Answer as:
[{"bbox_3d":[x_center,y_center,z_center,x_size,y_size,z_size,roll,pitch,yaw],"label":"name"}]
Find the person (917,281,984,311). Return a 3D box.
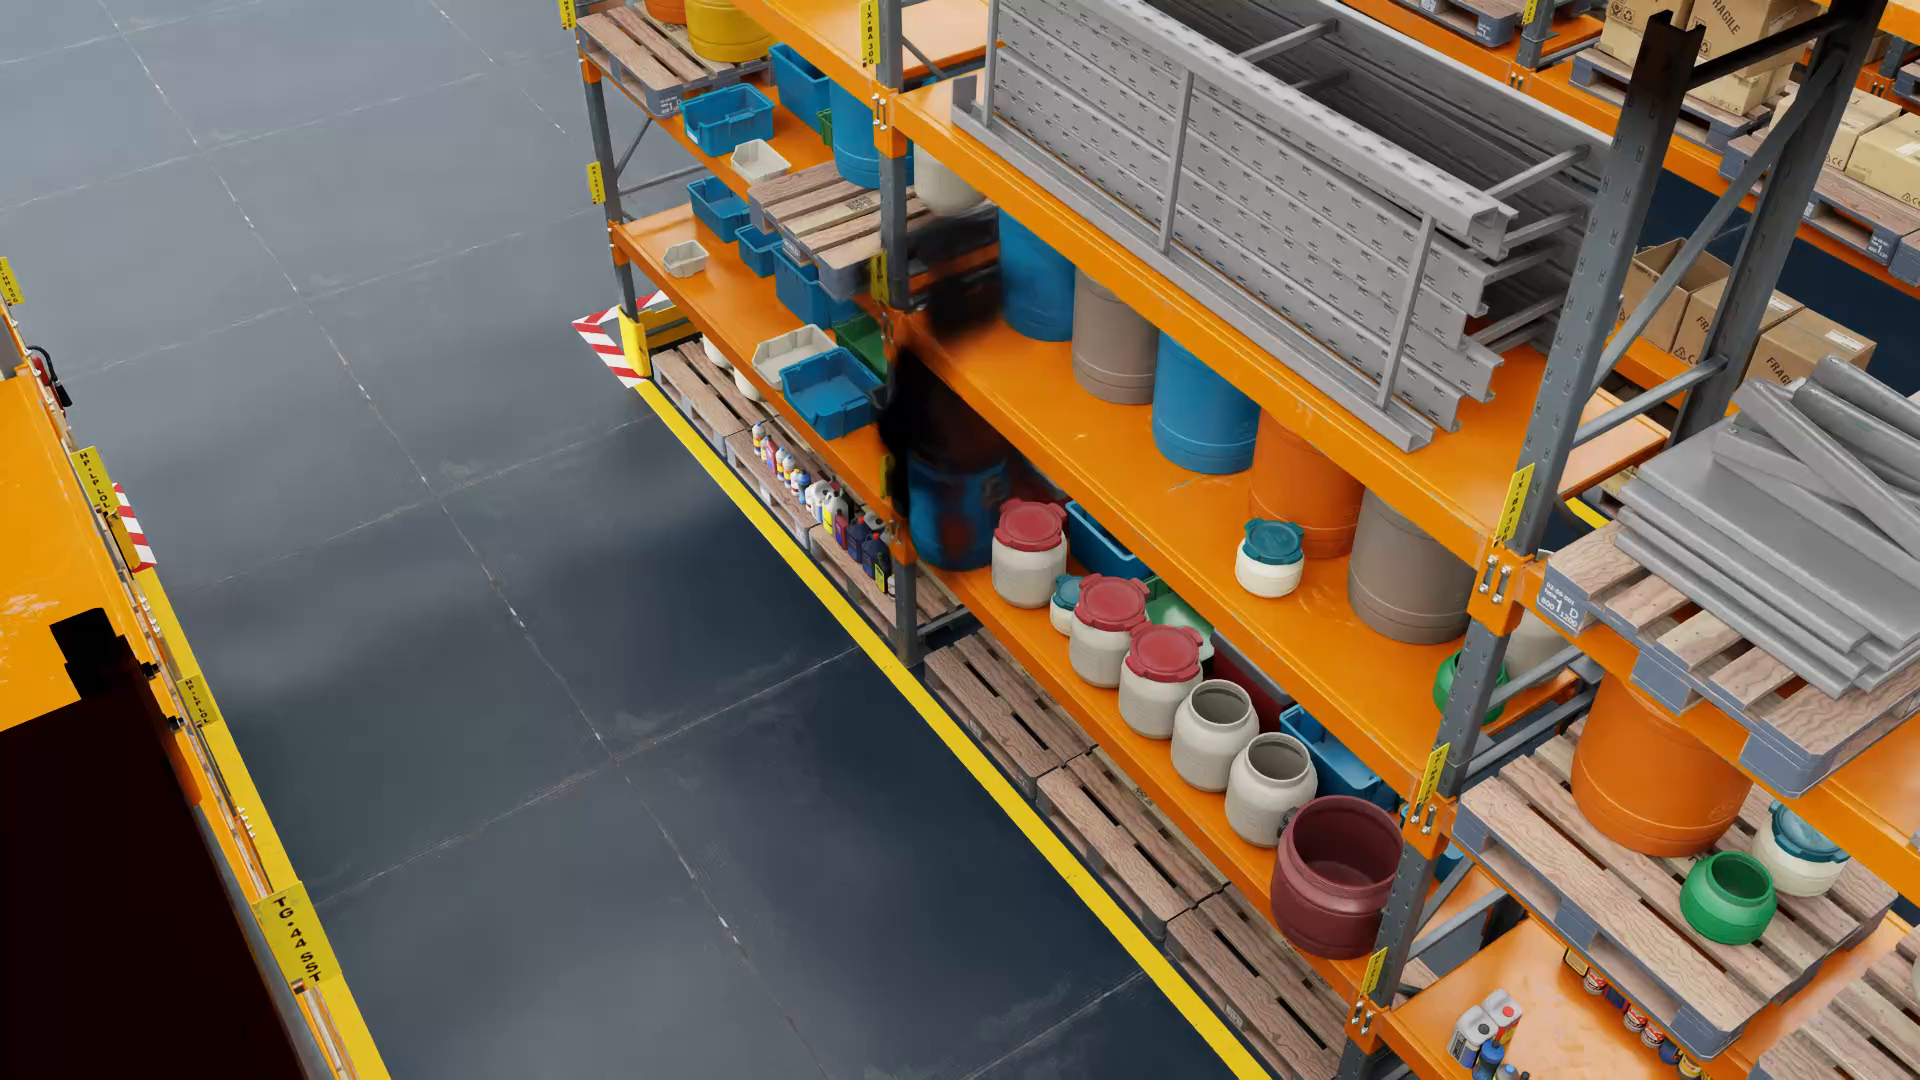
[{"bbox_3d":[0.011,-2.437,12.759,0.722,1.771,0.664,23,47,23],"label":"person"}]
